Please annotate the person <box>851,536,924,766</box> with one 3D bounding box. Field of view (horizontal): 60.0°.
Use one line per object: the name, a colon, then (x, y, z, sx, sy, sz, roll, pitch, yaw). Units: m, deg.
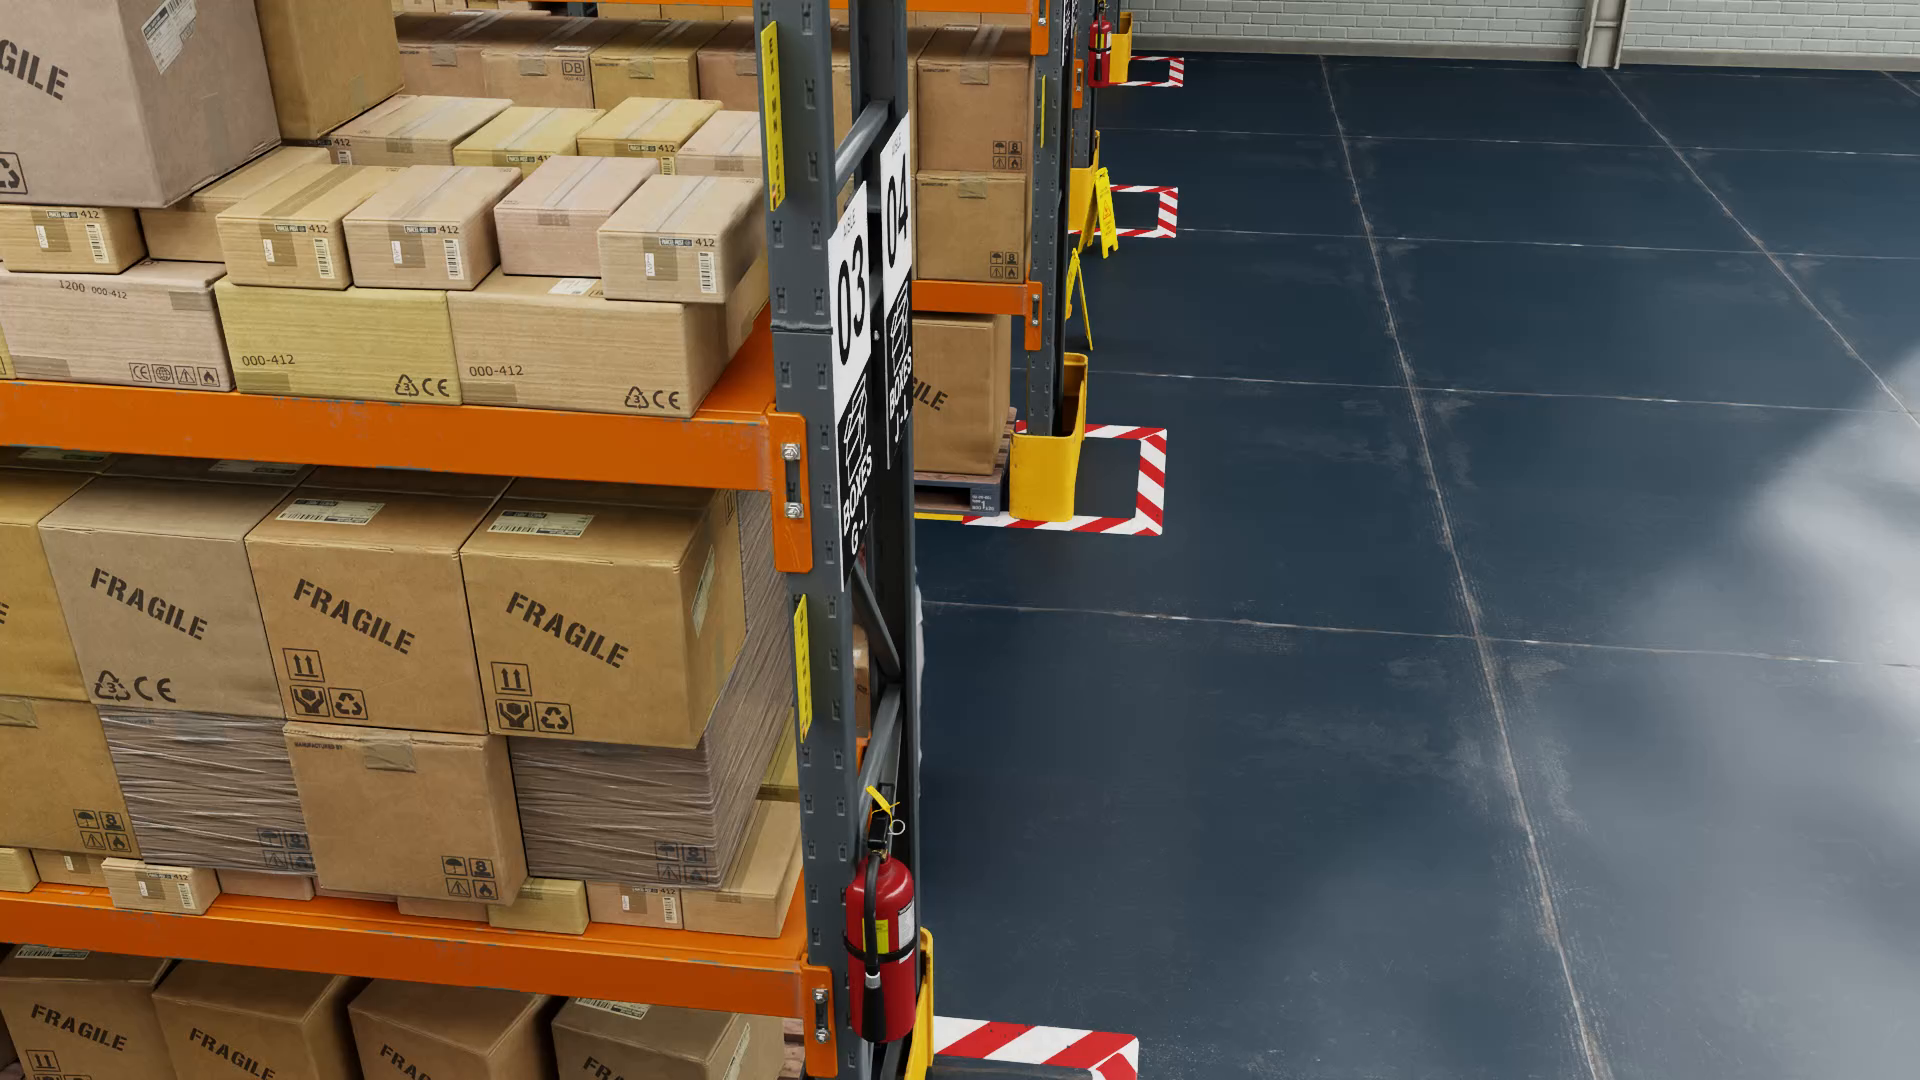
person: (-0.340, 0.450, 6.466, 0.376, 1.458, 0.636, 3, 29, 5)
